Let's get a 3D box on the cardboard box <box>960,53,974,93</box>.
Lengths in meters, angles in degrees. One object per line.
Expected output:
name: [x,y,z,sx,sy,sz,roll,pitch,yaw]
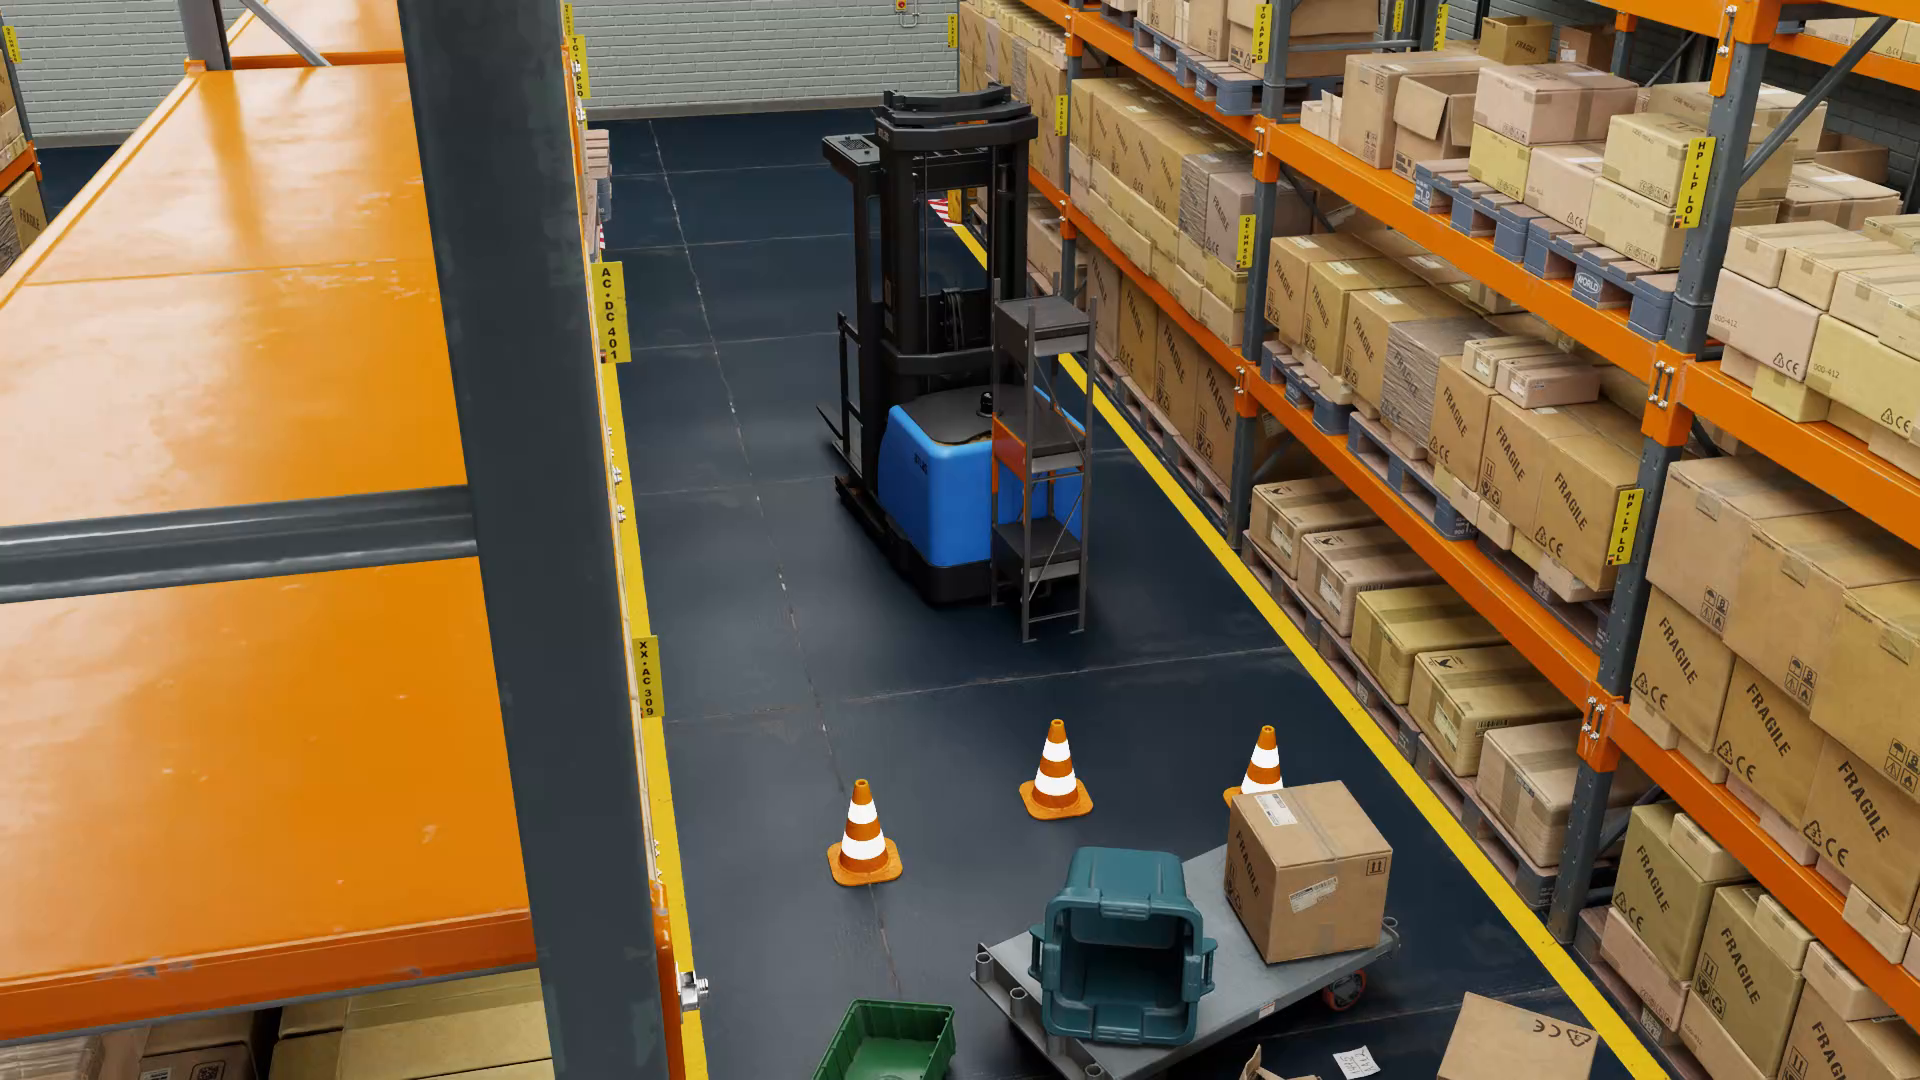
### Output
cardboard box: [0.296,-4.663,16.895,0.500,0.500,0.500,-6,27,-12]

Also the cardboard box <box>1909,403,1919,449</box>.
cardboard box: [3.229,-0.327,4.923,0.500,0.250,0.500,-6,27,-11]

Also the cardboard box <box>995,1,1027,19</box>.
cardboard box: [0.540,-4.997,15.728,0.380,0.149,0.250,-6,27,-11]

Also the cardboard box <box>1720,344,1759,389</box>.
cardboard box: [3.001,-0.653,6.012,0.380,0.149,0.250,-6,27,-12]

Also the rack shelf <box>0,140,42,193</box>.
rack shelf: [-8.737,-2.653,13.821,1.077,0.370,4.000,-6,27,-12]

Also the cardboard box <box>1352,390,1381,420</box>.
cardboard box: [2.382,-0.787,9.139,0.380,0.149,0.250,-4,27,-9]

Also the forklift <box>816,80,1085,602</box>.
forklift: [-0.227,-1.570,10.953,1.130,2.935,3.031,-10,28,-19]

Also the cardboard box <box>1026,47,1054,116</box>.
cardboard box: [0.887,-3.996,14.463,0.500,0.500,0.500,-6,27,-12]

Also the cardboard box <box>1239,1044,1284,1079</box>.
cardboard box: [1.264,2.206,6.431,0.396,0.266,0.258,19,32,32]

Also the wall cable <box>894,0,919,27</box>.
wall cable: [-0.826,-7.799,22.056,0.585,1.953,0.123,-6,27,-12]

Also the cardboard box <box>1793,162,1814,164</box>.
cardboard box: [3.315,-1.569,7.248,0.500,0.250,0.500,-6,27,-12]

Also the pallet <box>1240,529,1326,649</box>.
pallet: [2.445,0.242,10.383,1.003,0.211,1.213,-6,27,-12]

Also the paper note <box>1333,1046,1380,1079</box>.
paper note: [1.629,2.141,6.820,0.148,0.019,0.142,-6,27,-12]

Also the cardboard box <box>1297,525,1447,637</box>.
cardboard box: [2.562,0.212,9.798,0.950,0.372,0.625,-6,27,-13]

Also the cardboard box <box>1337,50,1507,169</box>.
cardboard box: [2.474,-2.313,8.909,0.700,0.500,0.500,-6,27,-12]

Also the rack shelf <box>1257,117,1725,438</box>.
rack shelf: [2.721,-1.486,8.181,1.077,0.370,4.000,-6,27,-12]

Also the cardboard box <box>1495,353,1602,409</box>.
cardboard box: [2.679,-0.725,7.578,0.380,0.149,0.250,-7,28,-13]

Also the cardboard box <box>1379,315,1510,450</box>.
cardboard box: [2.502,-0.809,8.463,0.500,0.500,0.500,-7,28,-14]

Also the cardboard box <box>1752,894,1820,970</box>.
cardboard box: [3.129,1.399,6.030,0.380,0.149,0.250,-5,27,-10]

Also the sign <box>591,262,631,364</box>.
sign: [-1.088,-0.705,5.174,0.100,0.325,0.005,-6,27,-12]

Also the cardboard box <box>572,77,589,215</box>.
cardboard box: [-1.865,-1.680,7.079,0.500,0.500,0.500,-6,27,-12]

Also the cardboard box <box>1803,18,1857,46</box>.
cardboard box: [6.526,-3.765,12.064,0.500,0.250,0.500,-6,27,-12]

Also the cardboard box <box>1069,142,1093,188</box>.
cardboard box: [1.193,-3.036,13.395,0.500,0.250,0.500,-7,28,-13]

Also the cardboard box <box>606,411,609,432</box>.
cardboard box: [-1.178,-0.264,4.663,0.380,0.149,0.250,-6,27,-11]

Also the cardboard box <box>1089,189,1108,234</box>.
cardboard box: [1.329,-2.588,13.061,0.500,0.250,0.500,-7,28,-13]

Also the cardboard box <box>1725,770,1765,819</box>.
cardboard box: [3.127,0.912,6.239,0.380,0.149,0.250,-6,27,-12]

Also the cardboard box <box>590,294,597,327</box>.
cardboard box: [-1.123,-0.509,4.263,0.380,0.149,0.250,-6,27,-12]

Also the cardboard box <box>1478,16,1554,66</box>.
cardboard box: [5.480,-4.879,16.439,0.500,0.500,0.500,-5,27,-10]

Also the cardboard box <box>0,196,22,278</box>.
cardboard box: [-8.761,-2.418,14.451,0.875,0.875,0.875,-6,27,-12]

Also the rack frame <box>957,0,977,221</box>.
rack frame: [0.467,-4.858,17.392,1.000,3.000,0.127,-6,27,-12]

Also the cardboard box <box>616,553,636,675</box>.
cardboard box: [-0.778,0.161,2.936,0.380,0.149,0.250,-6,27,-12]

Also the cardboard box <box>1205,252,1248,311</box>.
cardboard box: [1.913,-1.689,10.726,0.500,0.250,0.500,-6,27,-12]

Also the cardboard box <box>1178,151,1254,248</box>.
cardboard box: [1.775,-2.262,11.028,0.500,0.500,0.500,-5,27,-11]

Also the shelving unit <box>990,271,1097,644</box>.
shelving unit: [0.468,-0.458,9.675,0.431,2.100,0.503,-10,28,-19]

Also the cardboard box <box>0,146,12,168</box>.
cardboard box: [-8.671,-3.392,14.766,0.380,0.149,0.250,-6,27,-11]

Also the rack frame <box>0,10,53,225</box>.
rack frame: [-9.188,-3.852,15.399,1.000,3.000,0.127,-6,27,-12]

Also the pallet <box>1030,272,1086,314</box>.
pallet: [1.273,-2.199,15.219,1.003,0.211,1.213,-6,27,-12]

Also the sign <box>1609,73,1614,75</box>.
sign: [5.677,-3.936,14.604,0.100,0.325,0.005,-6,27,-12]

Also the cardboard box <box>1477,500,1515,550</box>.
cardboard box: [2.651,-0.090,7.759,0.380,0.149,0.250,-6,27,-12]

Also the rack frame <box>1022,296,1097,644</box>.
rack frame: [0.558,-0.356,9.472,0.400,2.100,0.015,-10,28,-19]

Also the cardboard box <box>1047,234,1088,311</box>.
cardboard box: [1.332,-2.432,14.964,0.875,0.438,0.875,-6,27,-12]

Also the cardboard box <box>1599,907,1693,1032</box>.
cardboard box: [3.041,1.736,6.913,0.500,0.250,0.500,-7,28,-14]

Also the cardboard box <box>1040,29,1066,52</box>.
cardboard box: [0.914,-4.332,14.410,0.380,0.149,0.250,-6,27,-12]

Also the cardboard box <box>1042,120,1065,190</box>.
cardboard box: [1.015,-3.324,14.243,0.500,0.500,0.500,-6,27,-11]

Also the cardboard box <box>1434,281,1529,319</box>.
cardboard box: [2.885,-1.092,9.024,0.500,0.500,0.500,-8,28,-15]

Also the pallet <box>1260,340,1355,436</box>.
pallet: [2.534,-0.958,9.879,1.213,0.211,1.003,-6,27,-12]

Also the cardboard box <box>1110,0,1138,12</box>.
cardboard box: [1.313,-3.933,12.024,0.380,0.166,0.250,-8,28,-15]

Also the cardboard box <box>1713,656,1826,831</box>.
cardboard box: [3.135,0.672,5.995,0.500,0.500,0.500,-6,27,-12]

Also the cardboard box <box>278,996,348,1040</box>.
cardboard box: [-0.701,0.615,2.479,0.500,0.250,0.500,-6,27,-12]

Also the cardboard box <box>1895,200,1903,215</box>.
cardboard box: [6.552,-2.402,12.228,0.500,0.250,0.500,-7,28,-14]

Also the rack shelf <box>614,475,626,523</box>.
rack shelf: [-1.178,0.817,3.618,1.077,0.370,4.000,-6,27,-12]

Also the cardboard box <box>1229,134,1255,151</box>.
cardboard box: [2.174,-2.524,11.547,0.500,0.500,0.500,-5,27,-10]
